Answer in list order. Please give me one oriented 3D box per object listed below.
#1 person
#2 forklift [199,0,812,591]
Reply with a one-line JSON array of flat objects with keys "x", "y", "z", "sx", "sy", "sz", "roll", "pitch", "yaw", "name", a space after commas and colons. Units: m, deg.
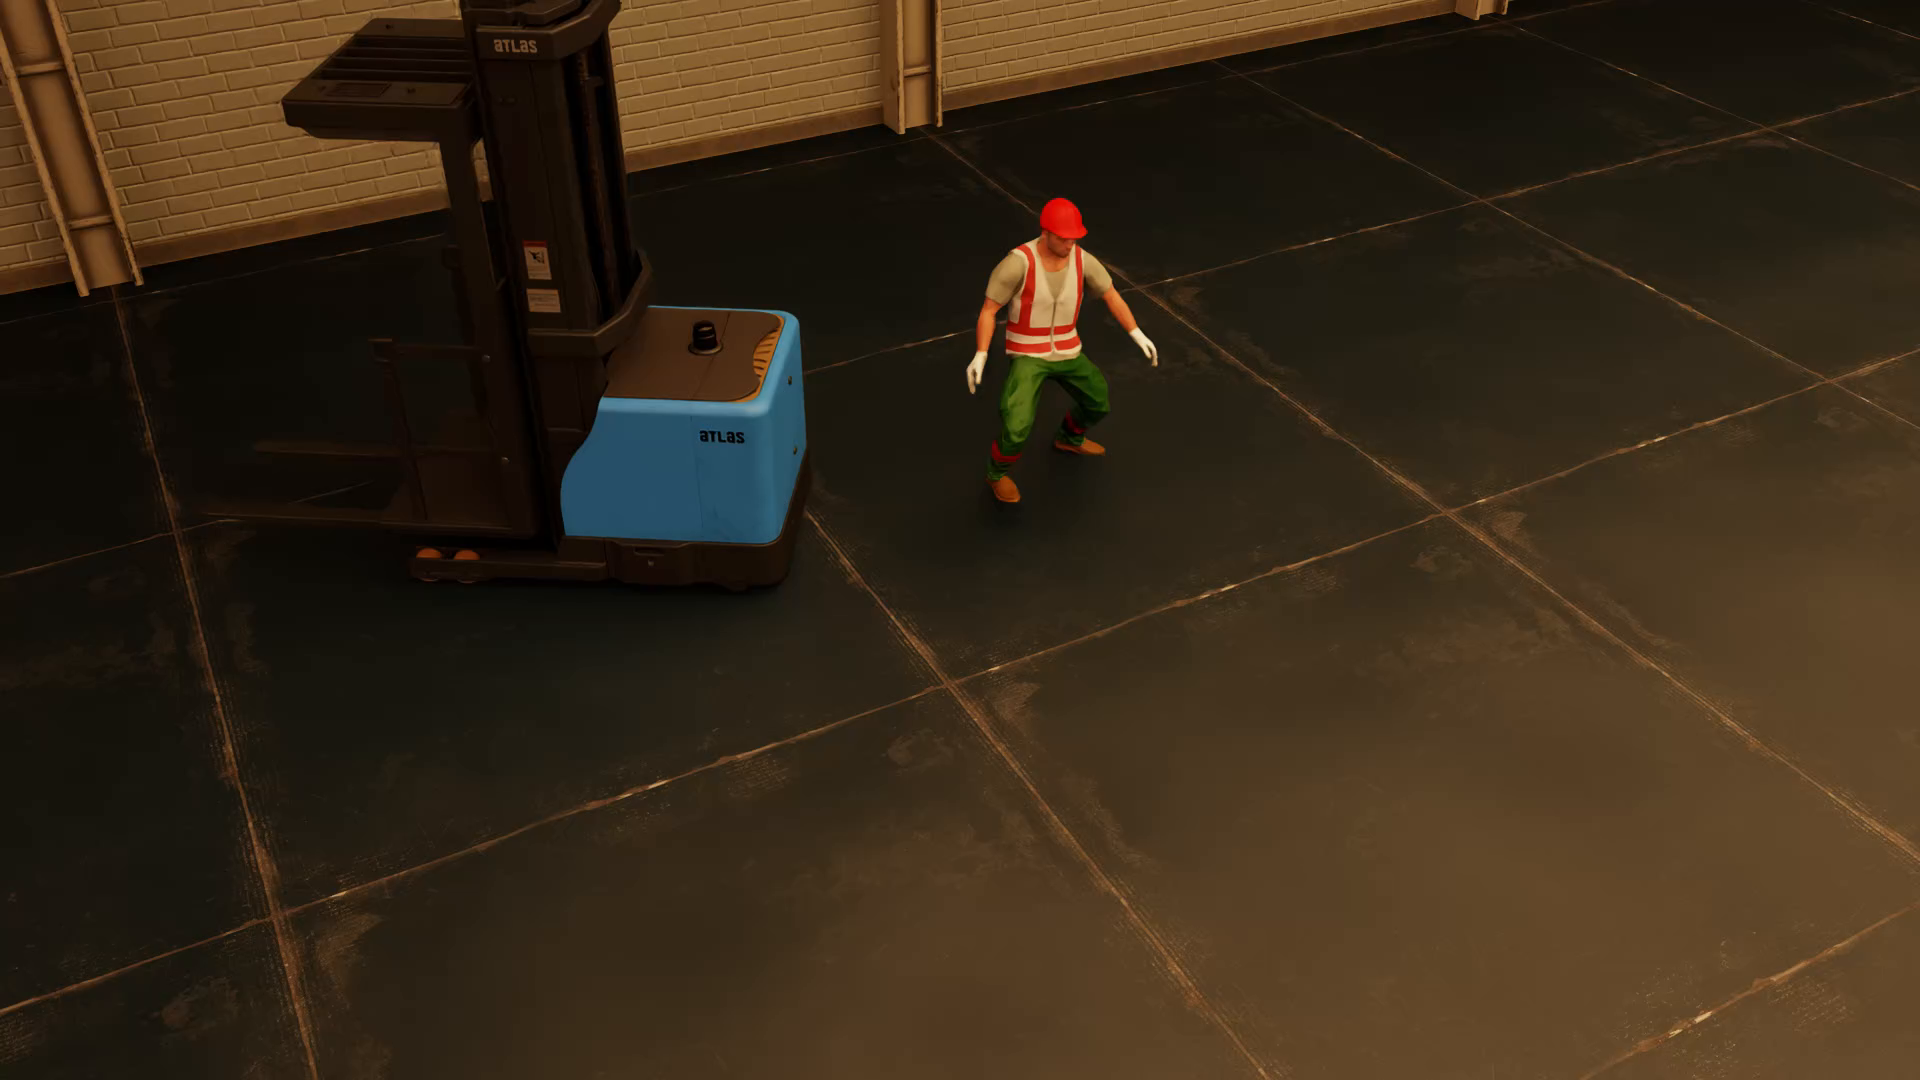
[{"x": 0.491, "y": -0.993, "z": 8.667, "sx": 0.993, "sy": 1.651, "sz": 0.678, "roll": -12, "pitch": 37, "yaw": -16, "name": "person"}, {"x": -2.346, "y": -1.280, "z": 7.933, "sx": 3.031, "sy": 2.935, "sz": 1.130, "roll": 3, "pitch": 35, "yaw": 4, "name": "forklift"}]
